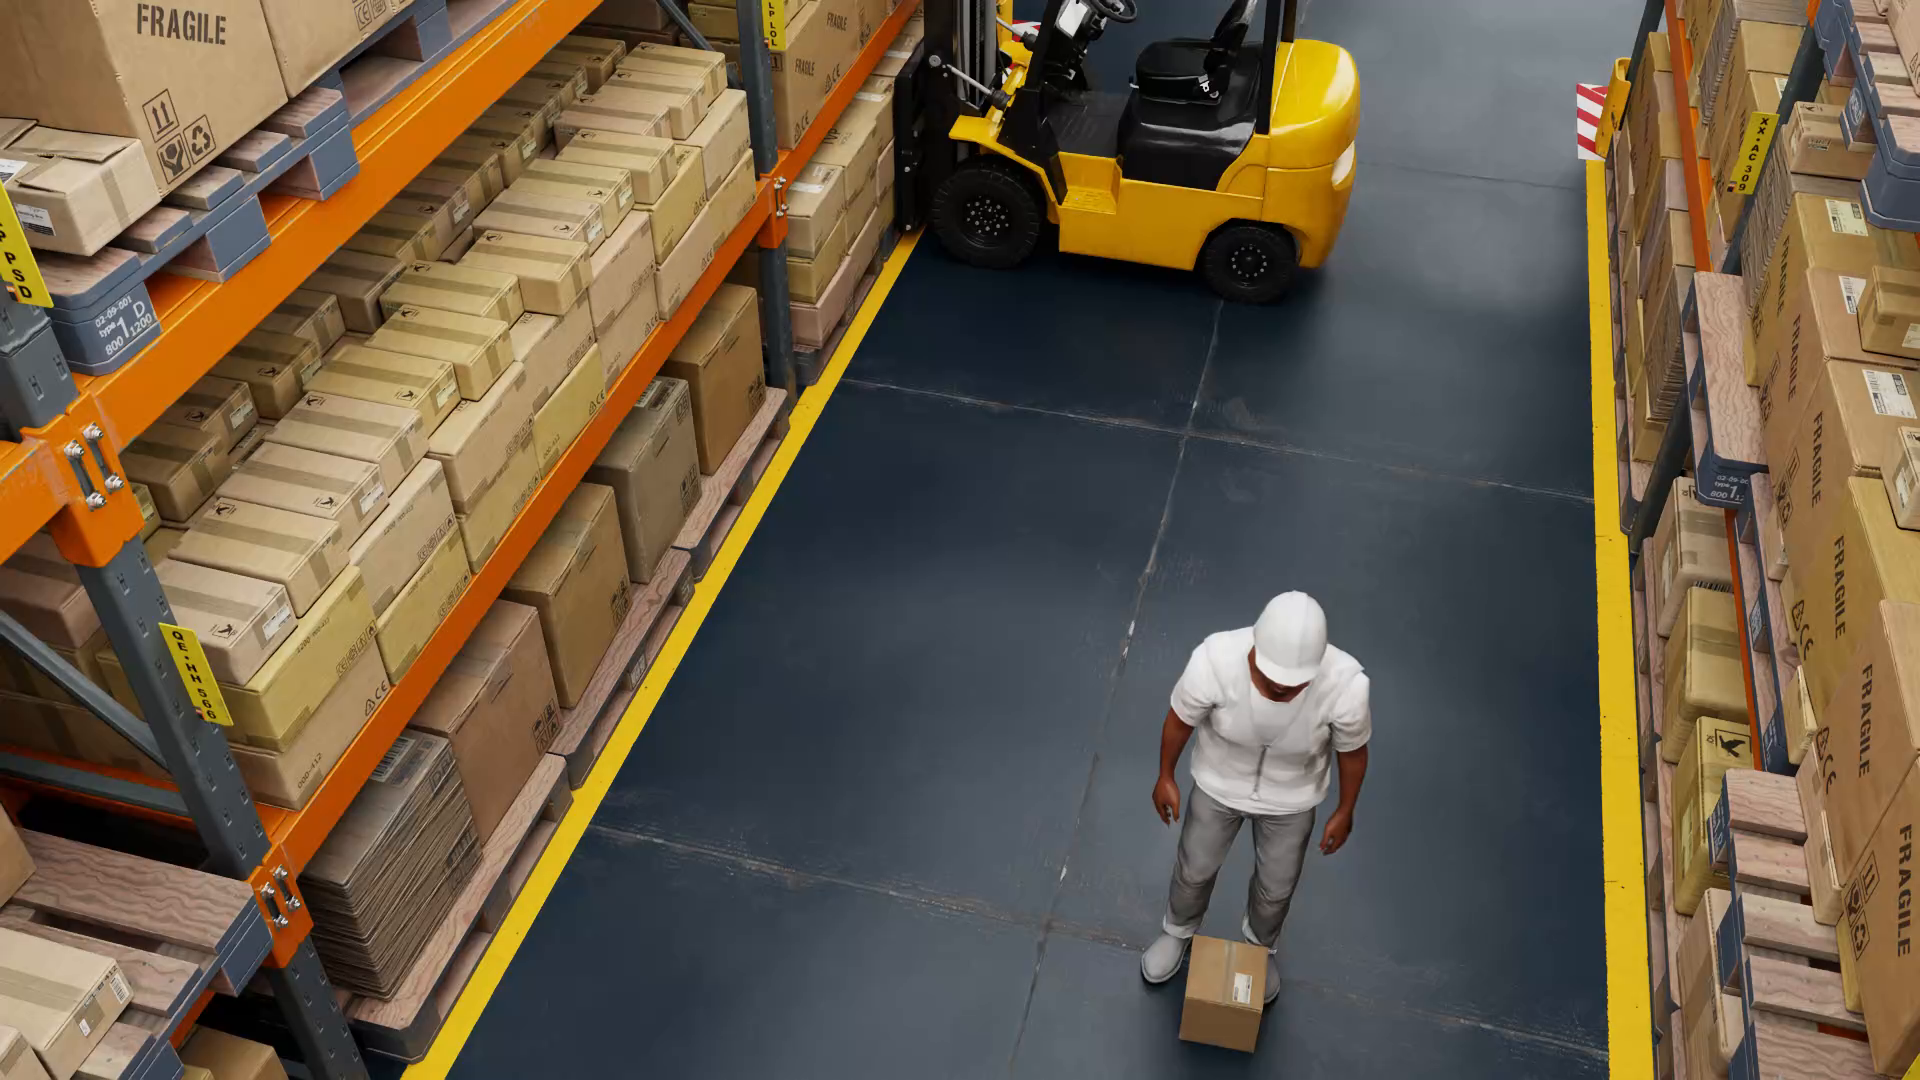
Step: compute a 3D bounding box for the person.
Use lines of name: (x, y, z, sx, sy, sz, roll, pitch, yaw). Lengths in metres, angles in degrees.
person: (0.924, 0.800, 5.217, 0.632, 1.760, 0.463, 9, 42, 11)
